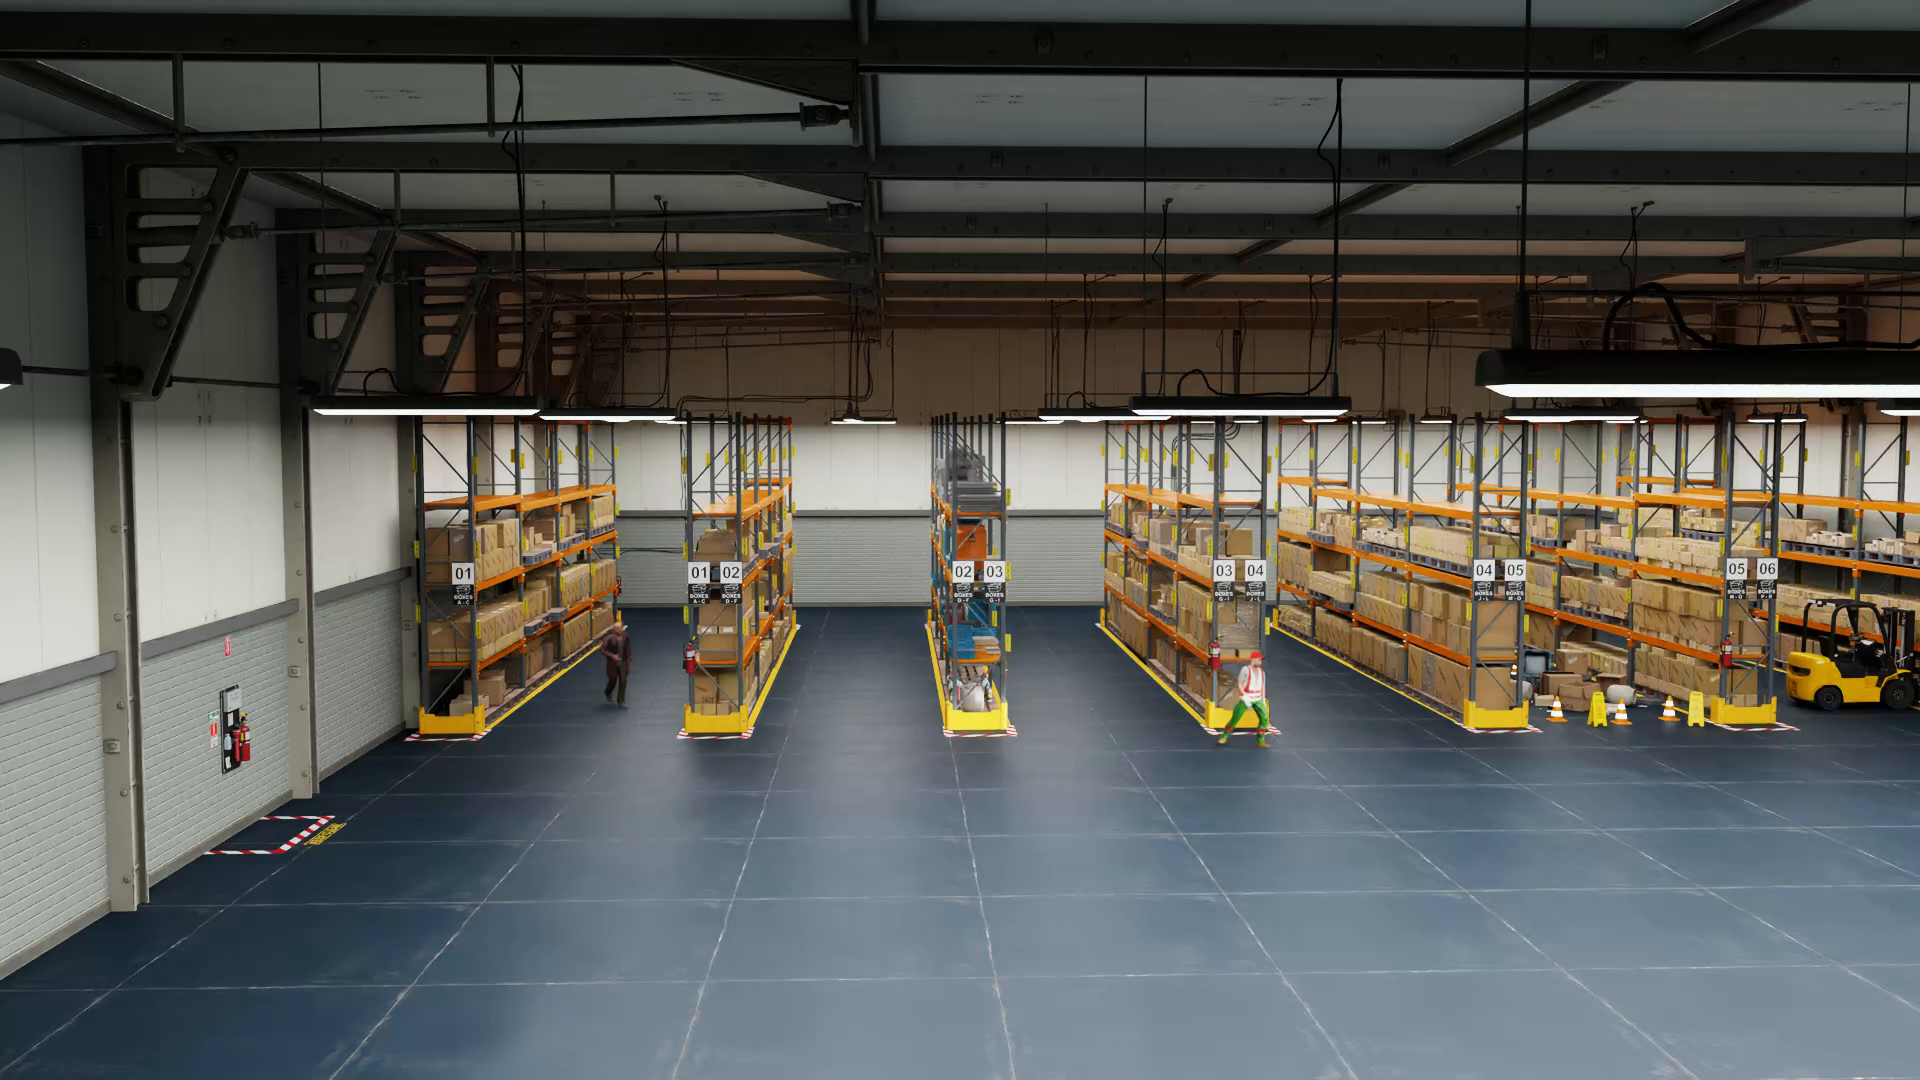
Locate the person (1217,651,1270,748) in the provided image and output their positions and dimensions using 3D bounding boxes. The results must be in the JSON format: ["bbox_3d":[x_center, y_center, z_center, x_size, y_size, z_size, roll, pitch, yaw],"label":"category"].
[{"bbox_3d":[5.077,2.842,29.696,0.857,1.730,0.750,-1,4,-20],"label":"person"}]

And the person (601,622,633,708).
[{"bbox_3d":[-7.067,2.535,34.077,0.695,1.745,0.966,-2,4,-29],"label":"person"}]
